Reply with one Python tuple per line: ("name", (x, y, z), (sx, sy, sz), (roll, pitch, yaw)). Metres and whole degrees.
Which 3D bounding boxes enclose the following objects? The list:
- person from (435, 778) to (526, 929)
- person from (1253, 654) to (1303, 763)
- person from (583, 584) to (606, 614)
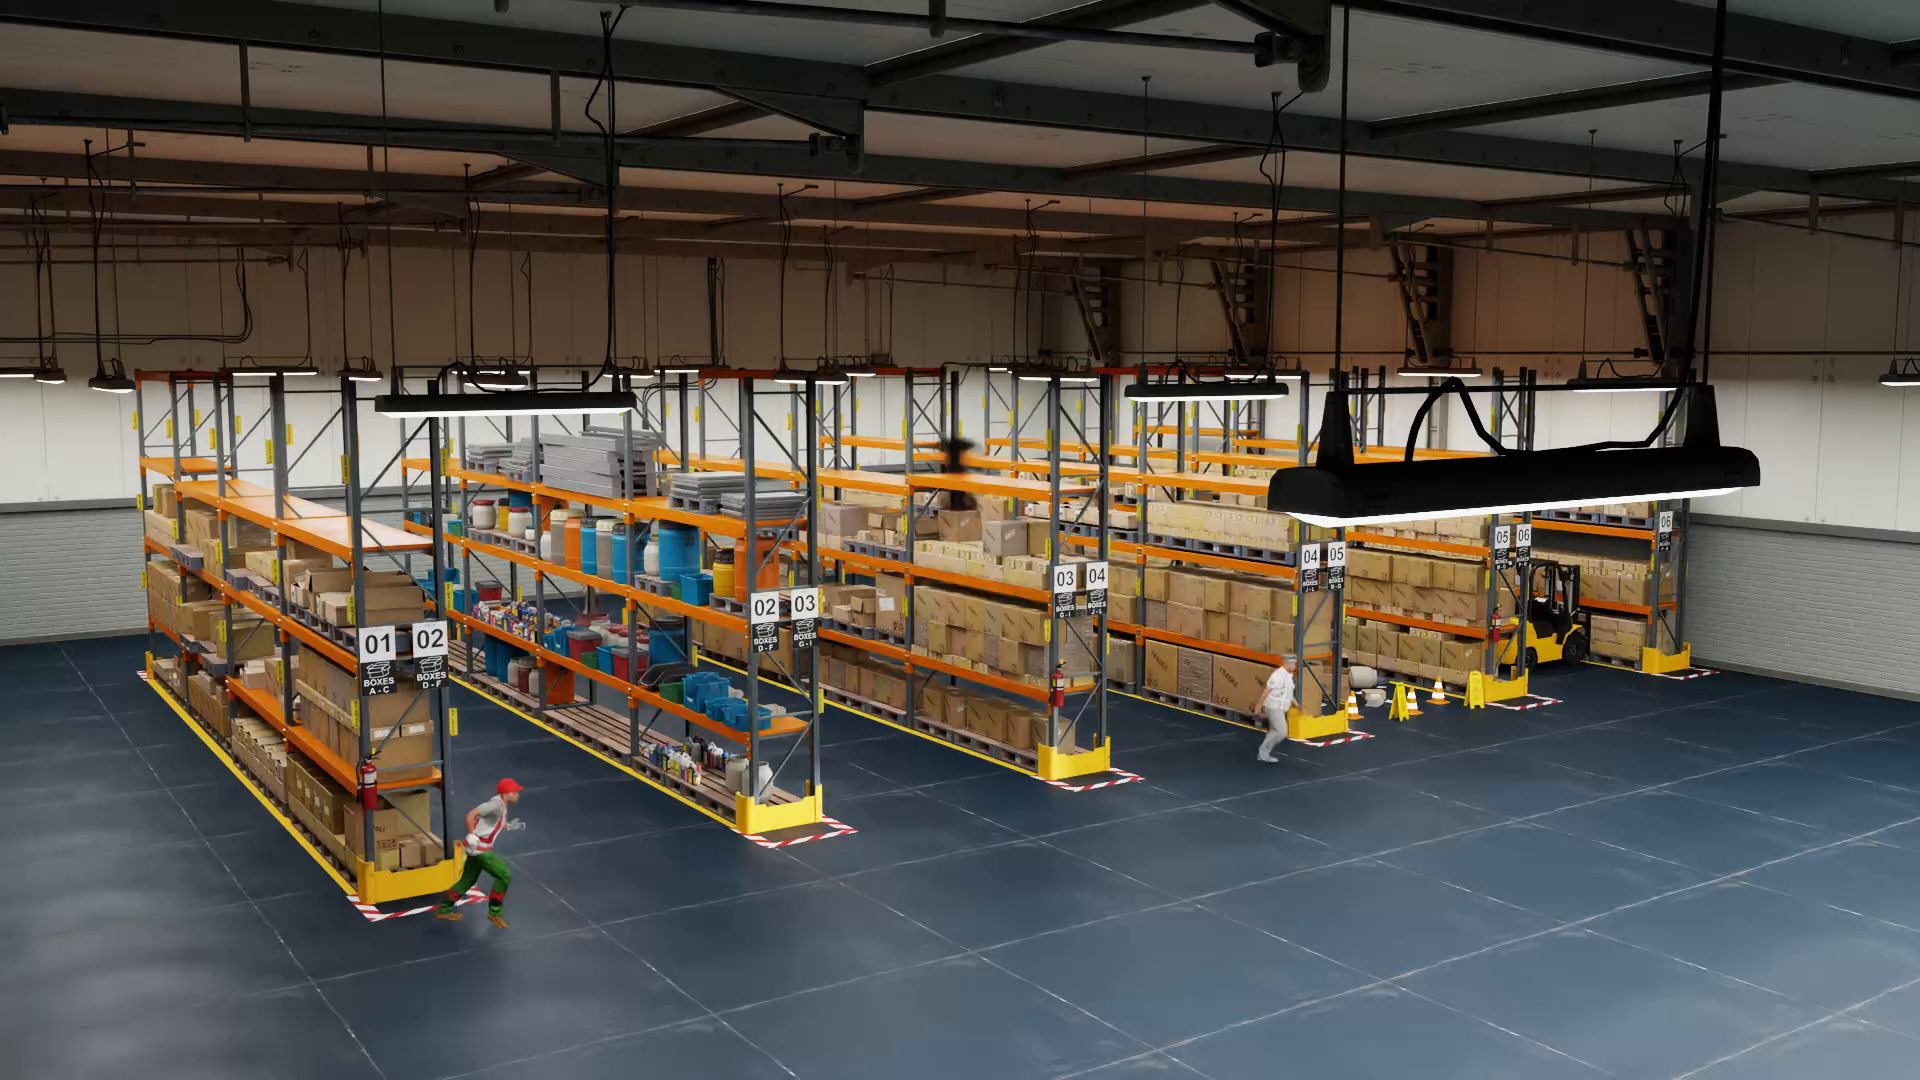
("person", (-5.289, 3.469, 18.261), (1.003, 1.716, 0.714), (0, 6, -4))
("person", (4.919, 2.598, 25.640), (0.632, 1.701, 0.674), (4, 7, 29))
("person", (-8.499, 1.205, 38.262), (0.665, 1.622, 0.562), (-5, 8, -36))
